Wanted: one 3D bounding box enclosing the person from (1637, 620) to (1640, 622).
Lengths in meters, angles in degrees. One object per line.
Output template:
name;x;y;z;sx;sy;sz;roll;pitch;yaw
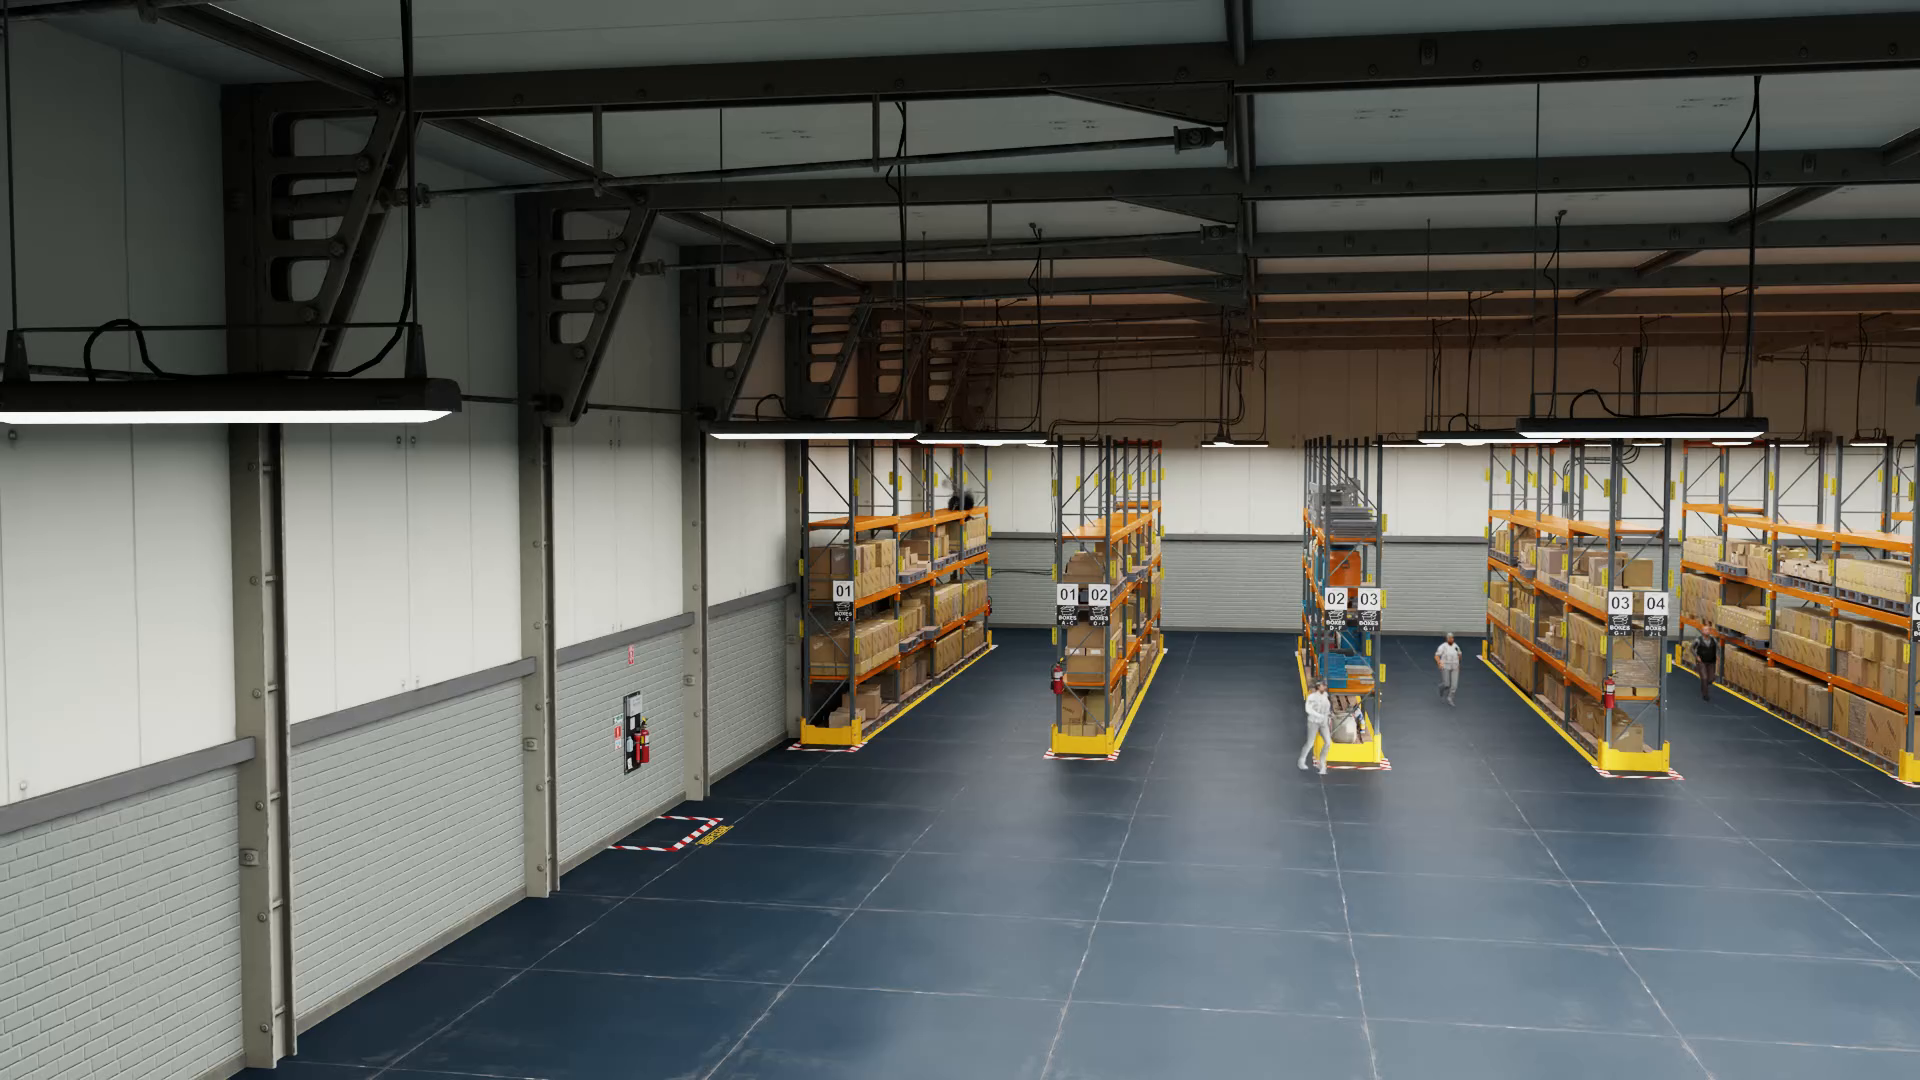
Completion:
person;18.043;2.471;44.975;1.098;1.624;0.765;-2;4;-30

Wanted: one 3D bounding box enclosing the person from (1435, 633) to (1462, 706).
person;11.016;2.896;37.455;0.613;1.628;0.587;0;3;-1

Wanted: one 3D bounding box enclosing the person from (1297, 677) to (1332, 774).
person;6.366;3.304;29.559;0.630;1.762;0.653;-2;3;-28

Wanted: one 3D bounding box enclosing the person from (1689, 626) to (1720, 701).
person;17.135;2.825;38.247;0.660;1.688;0.649;0;3;9
